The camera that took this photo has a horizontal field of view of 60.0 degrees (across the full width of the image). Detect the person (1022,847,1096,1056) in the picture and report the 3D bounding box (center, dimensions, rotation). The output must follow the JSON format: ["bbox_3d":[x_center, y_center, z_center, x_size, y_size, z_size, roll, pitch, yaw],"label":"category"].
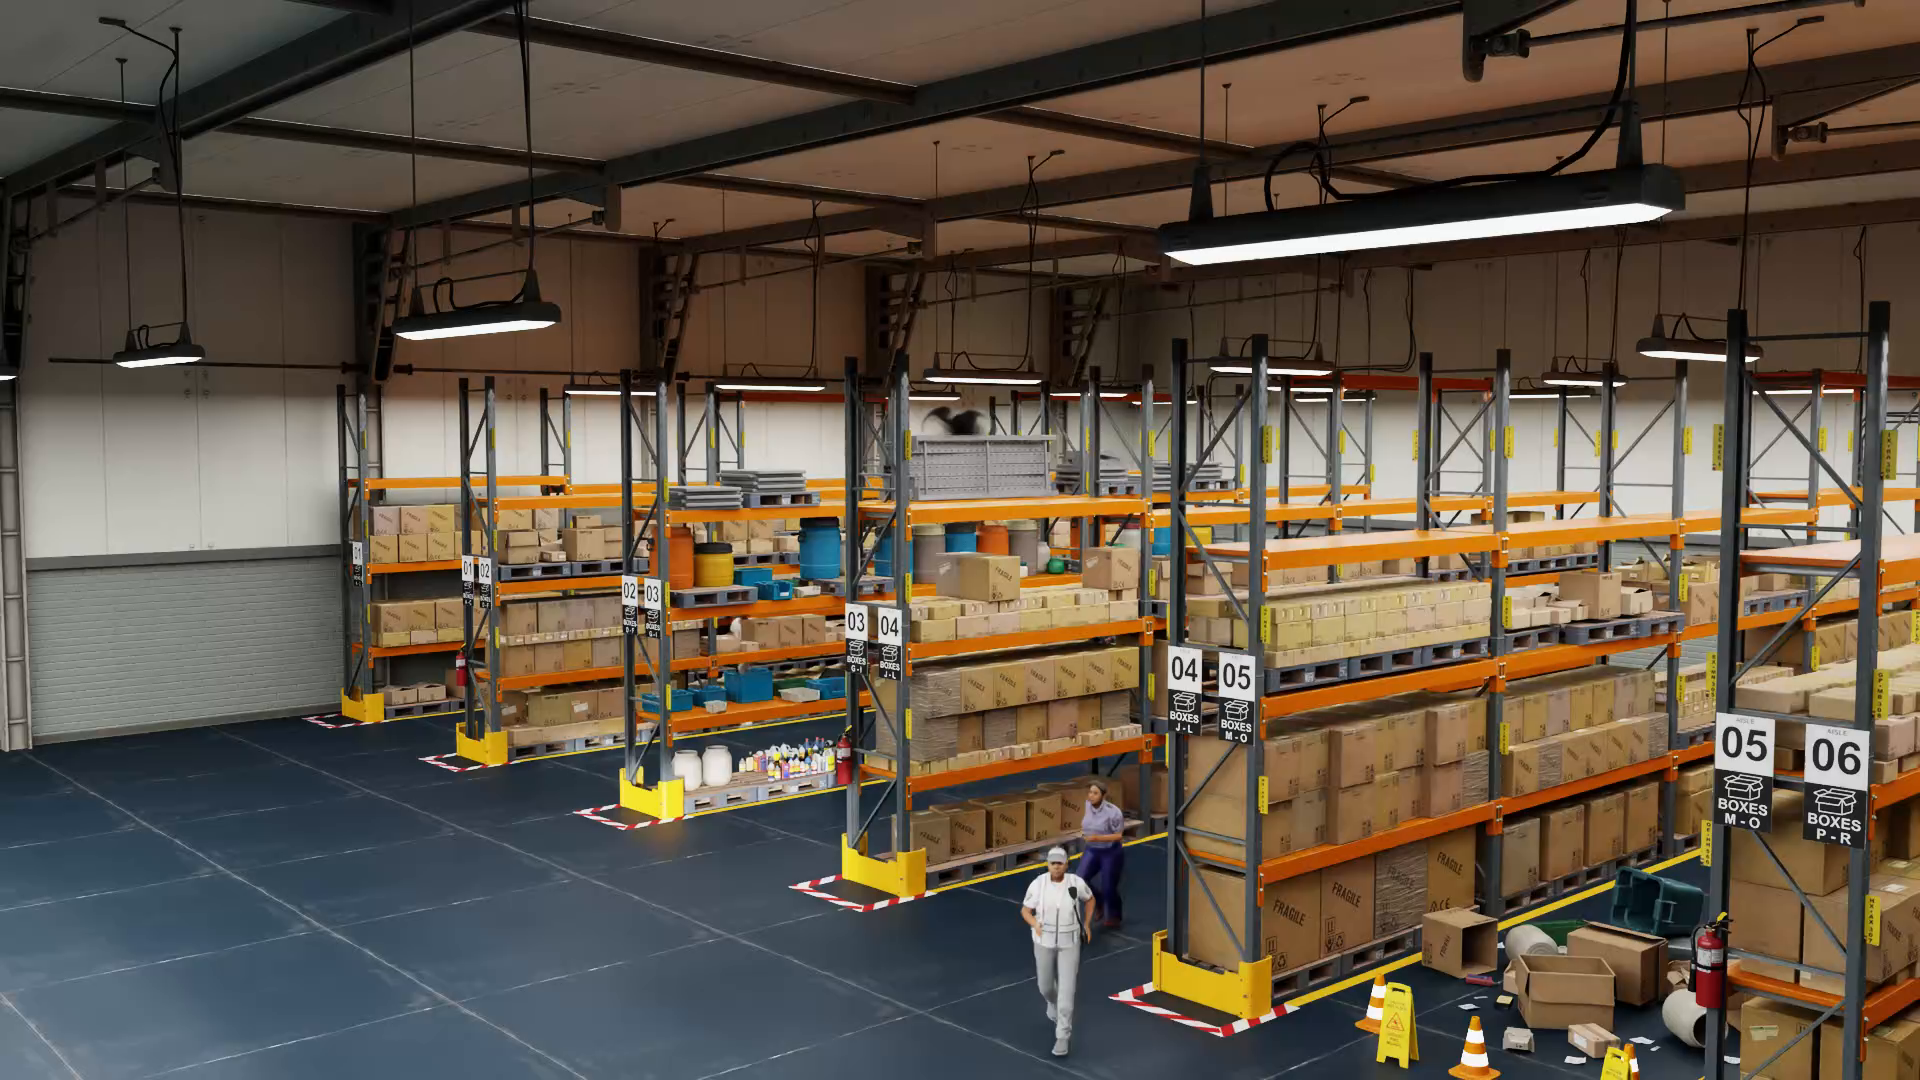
[{"bbox_3d":[0.828,3.399,14.035,0.618,1.638,0.917,0,4,6],"label":"person"}]

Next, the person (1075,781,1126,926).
[{"bbox_3d":[1.454,3.231,17.072,0.558,1.558,0.746,3,5,35],"label":"person"}]

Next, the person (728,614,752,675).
[{"bbox_3d":[-4.216,2.154,32.410,0.670,1.809,0.869,3,5,34],"label":"person"}]
